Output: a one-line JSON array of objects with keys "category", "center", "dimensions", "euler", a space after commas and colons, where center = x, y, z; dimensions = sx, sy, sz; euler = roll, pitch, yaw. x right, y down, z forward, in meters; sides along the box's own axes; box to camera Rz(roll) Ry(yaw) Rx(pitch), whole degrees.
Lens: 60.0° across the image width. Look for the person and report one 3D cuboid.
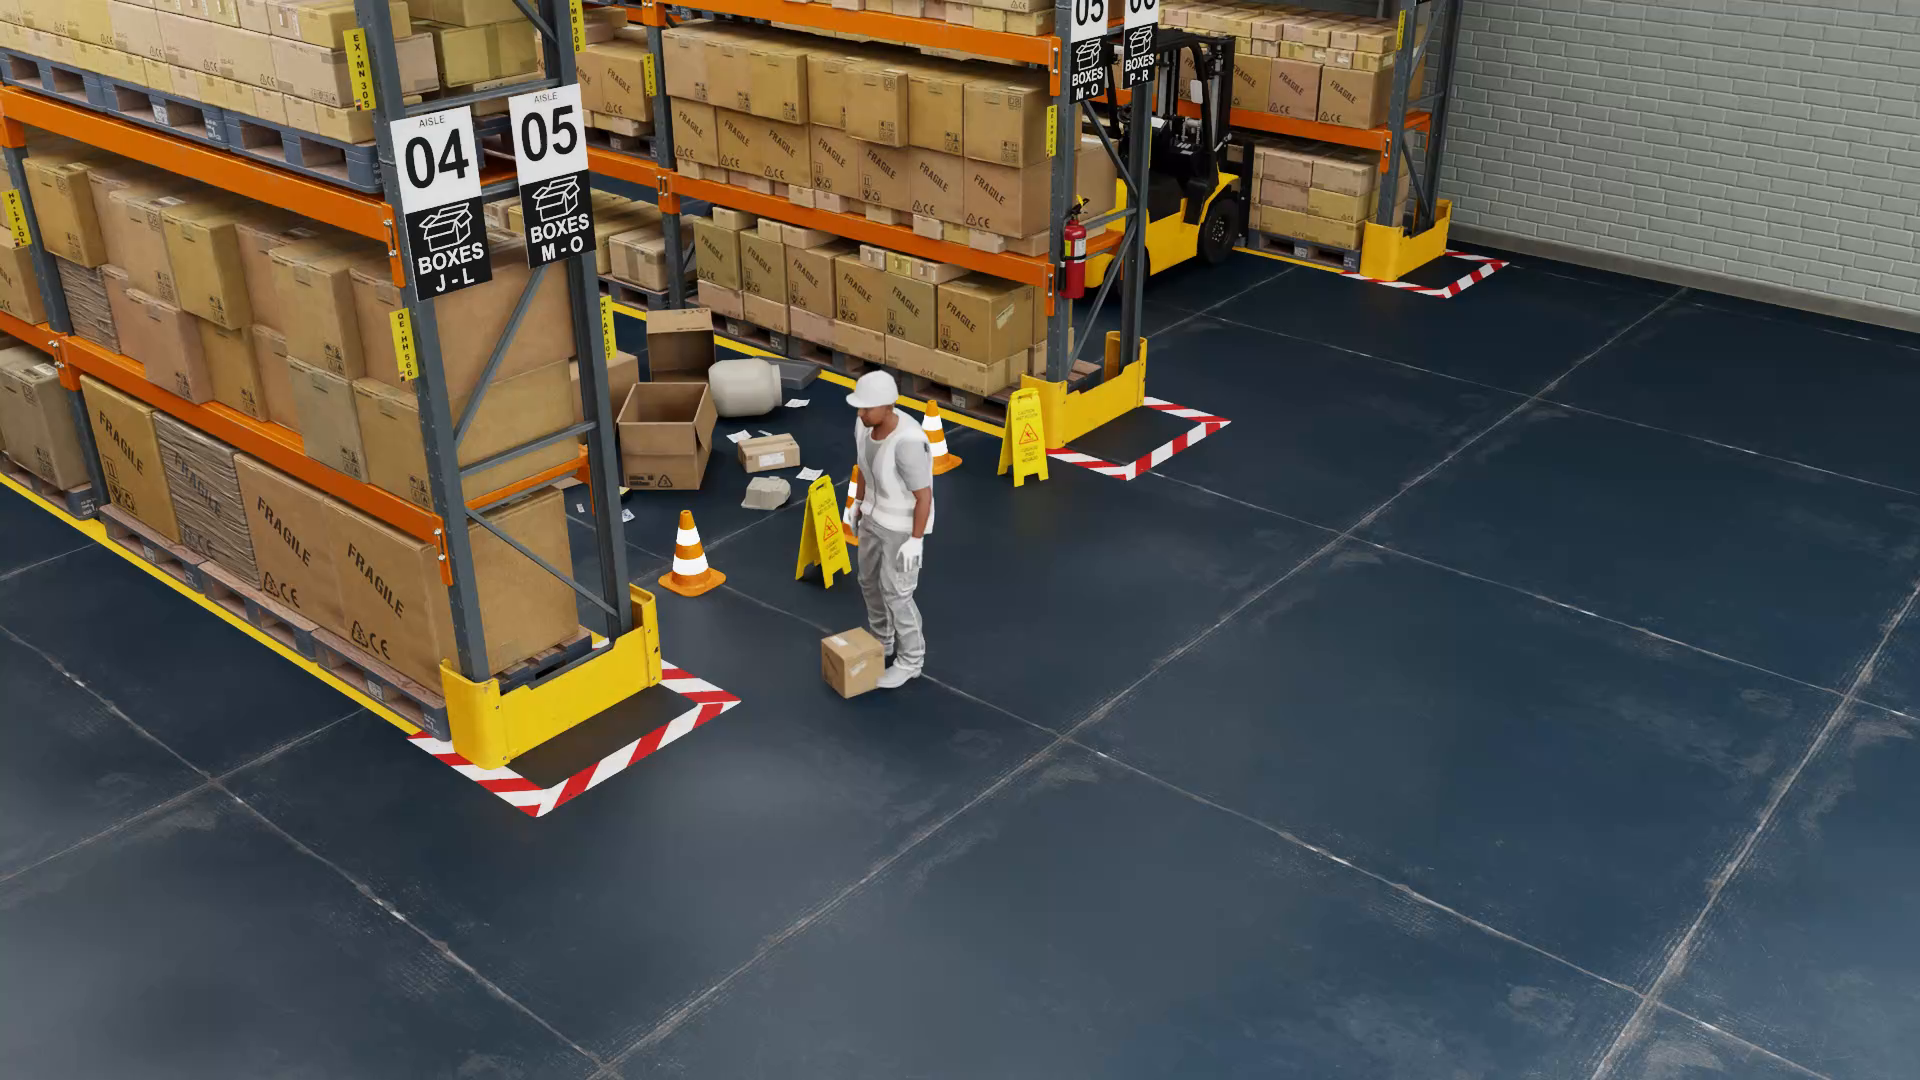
[{"category": "person", "center": [-0.382, -0.077, 8.757], "dimensions": [0.450, 1.773, 0.609], "euler": [-17, 32, -30]}]
